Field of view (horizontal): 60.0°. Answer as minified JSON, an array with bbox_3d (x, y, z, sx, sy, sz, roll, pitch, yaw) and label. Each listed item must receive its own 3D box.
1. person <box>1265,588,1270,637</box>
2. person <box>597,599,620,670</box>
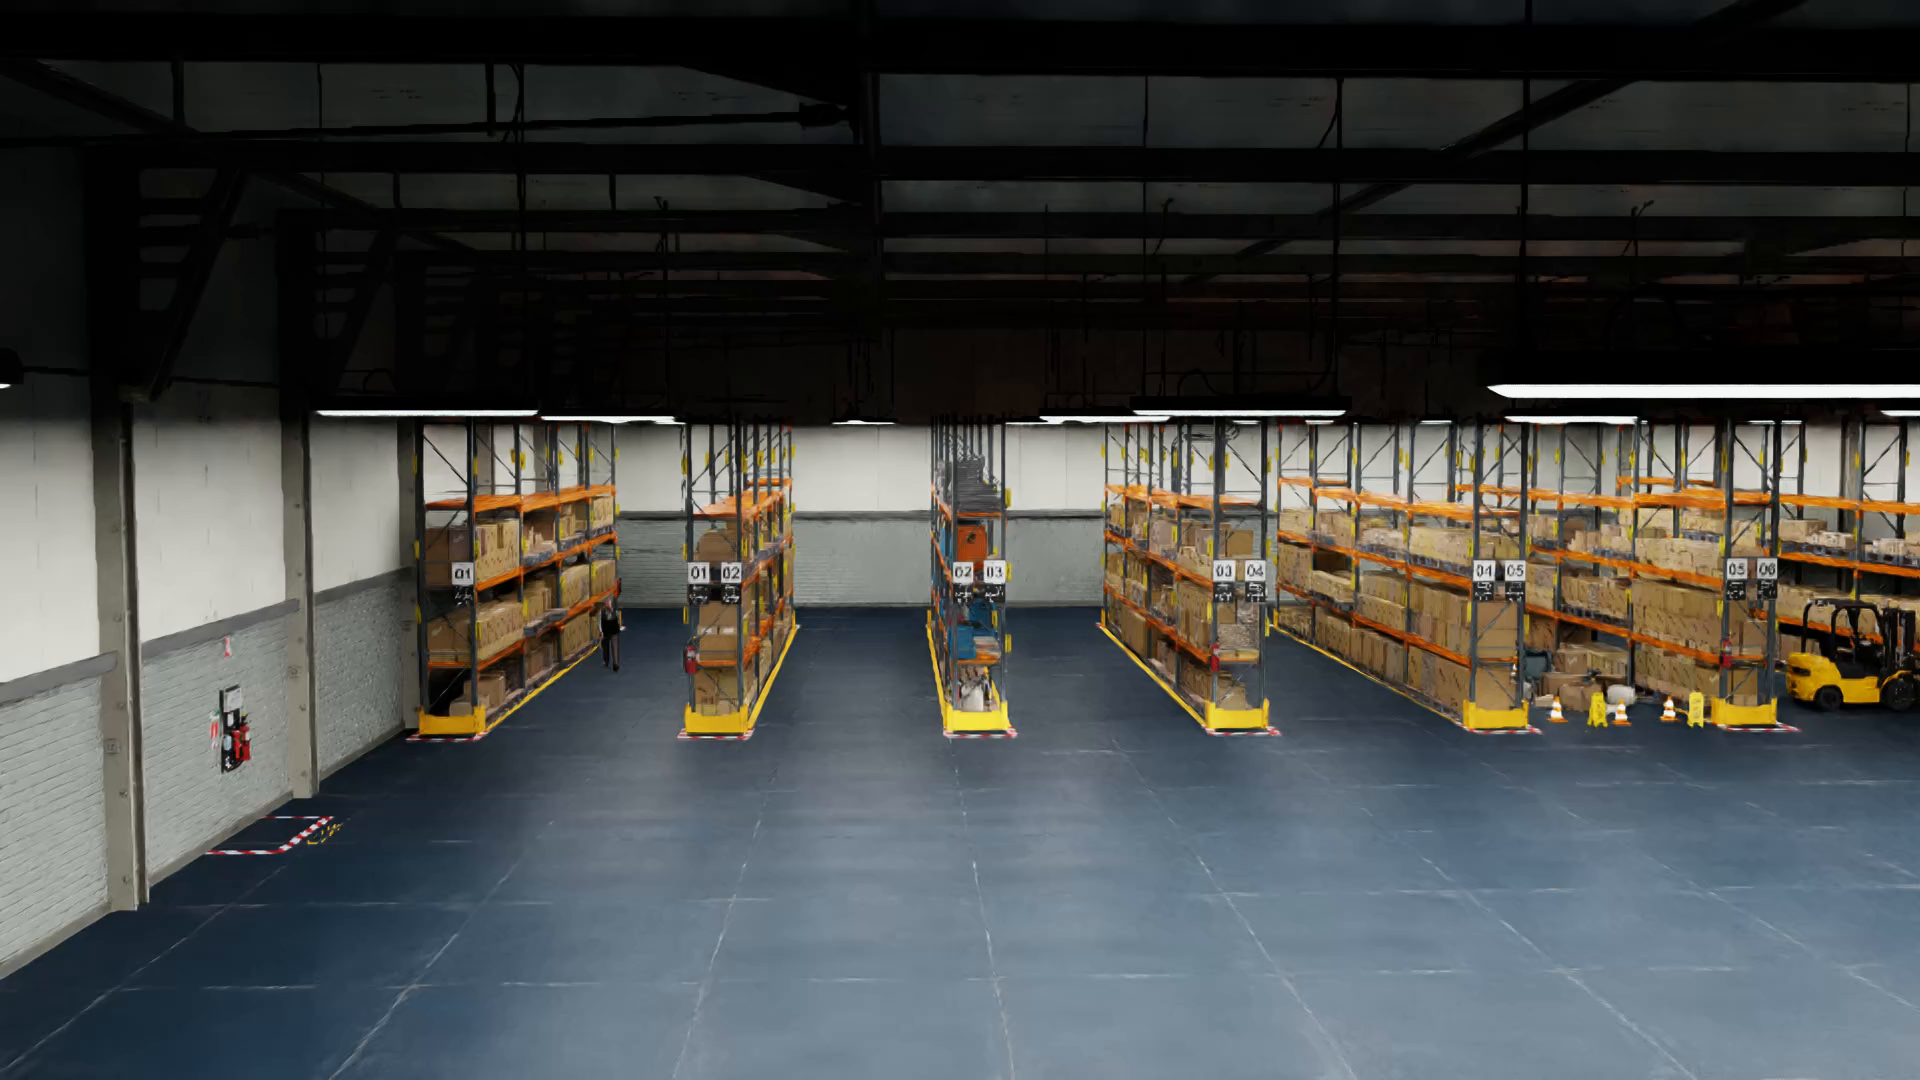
[{"bbox_3d":[8.187,1.925,45.456,0.495,1.373,1.086,0,4,0],"label":"person"},{"bbox_3d":[-8.280,2.216,39.214,0.538,1.661,1.014,-1,4,-11],"label":"person"}]
